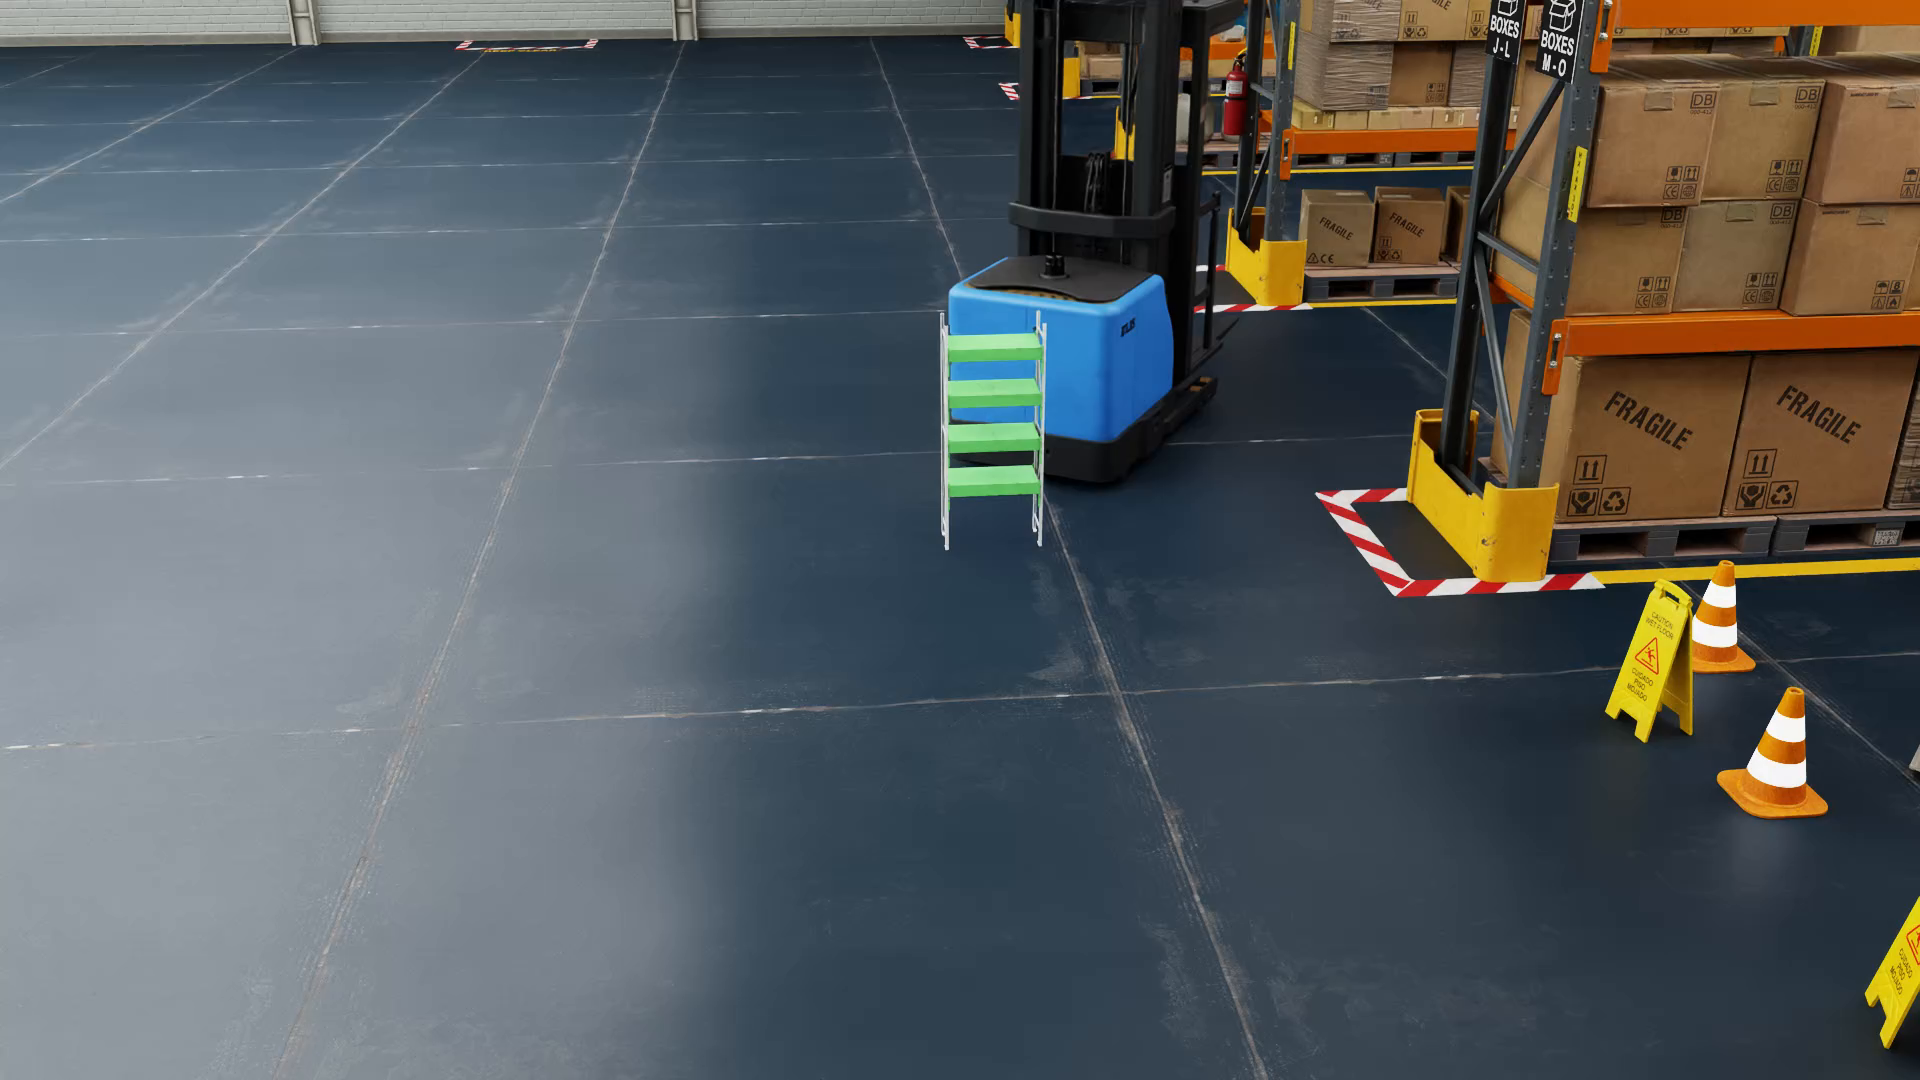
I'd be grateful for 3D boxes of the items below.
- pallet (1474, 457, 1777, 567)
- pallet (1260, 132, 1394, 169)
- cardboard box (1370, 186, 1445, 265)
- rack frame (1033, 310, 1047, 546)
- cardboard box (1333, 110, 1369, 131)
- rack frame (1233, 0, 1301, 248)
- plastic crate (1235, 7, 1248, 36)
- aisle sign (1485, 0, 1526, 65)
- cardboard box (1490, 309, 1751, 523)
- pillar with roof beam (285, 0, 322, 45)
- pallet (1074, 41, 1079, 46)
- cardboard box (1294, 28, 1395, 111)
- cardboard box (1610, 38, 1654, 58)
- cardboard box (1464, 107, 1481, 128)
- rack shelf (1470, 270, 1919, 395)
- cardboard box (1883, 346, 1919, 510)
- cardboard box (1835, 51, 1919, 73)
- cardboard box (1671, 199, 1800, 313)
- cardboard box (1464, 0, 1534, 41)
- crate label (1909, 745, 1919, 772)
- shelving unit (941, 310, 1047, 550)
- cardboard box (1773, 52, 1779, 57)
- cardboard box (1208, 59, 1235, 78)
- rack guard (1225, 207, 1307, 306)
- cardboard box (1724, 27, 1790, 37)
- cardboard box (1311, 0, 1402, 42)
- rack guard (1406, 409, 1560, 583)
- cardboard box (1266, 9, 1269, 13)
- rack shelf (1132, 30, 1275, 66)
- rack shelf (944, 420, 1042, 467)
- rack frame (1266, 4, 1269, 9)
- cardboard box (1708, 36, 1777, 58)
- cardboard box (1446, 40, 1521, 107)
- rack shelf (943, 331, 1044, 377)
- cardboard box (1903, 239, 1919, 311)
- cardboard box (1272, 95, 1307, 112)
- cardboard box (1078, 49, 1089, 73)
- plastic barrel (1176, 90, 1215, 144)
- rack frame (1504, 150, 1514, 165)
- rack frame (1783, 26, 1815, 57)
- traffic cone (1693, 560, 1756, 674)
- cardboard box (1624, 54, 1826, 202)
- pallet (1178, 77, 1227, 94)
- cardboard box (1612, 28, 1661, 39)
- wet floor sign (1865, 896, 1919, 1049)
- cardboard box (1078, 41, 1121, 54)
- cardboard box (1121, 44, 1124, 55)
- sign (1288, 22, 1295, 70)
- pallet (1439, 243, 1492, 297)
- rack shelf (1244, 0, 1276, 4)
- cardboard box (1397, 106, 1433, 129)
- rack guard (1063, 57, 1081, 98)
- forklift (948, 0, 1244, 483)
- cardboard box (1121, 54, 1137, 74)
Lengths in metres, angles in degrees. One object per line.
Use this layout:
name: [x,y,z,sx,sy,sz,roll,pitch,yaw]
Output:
pallet: [3.523,-0.187,8.911,1.213,0.211,1.003,-2,24,-5]
pallet: [3.952,-4.234,18.016,1.213,0.211,1.003,-2,24,-5]
cardboard box: [3.562,-2.512,13.270,0.500,0.500,0.500,4,24,9]
rack frame: [0.408,-0.565,8.543,0.015,1.200,0.240,-2,24,-5]
cardboard box: [2.906,-3.209,12.586,0.250,0.149,0.380,-2,24,-5]
rack frame: [2.348,-3.407,12.721,0.127,3.000,1.000,-2,24,-5]
plastic crate: [2.977,-5.505,17.626,0.408,0.251,0.499,-2,24,-5]
aisle sign: [2.635,-2.704,7.940,0.004,0.787,0.394,-2,24,-5]
cardboard box: [3.403,-0.673,8.669,0.875,0.875,0.875,-2,24,-5]
pillar with roof beam: [-10.020,-10.313,20.873,0.400,9.000,9.100,-2,24,-5]
pallet: [1.775,-8.160,26.849,1.213,0.211,1.003,-2,24,-5]
cardboard box: [2.898,-3.599,12.665,0.500,0.500,0.875,-2,24,-5]
cardboard box: [4.886,-3.689,12.866,0.500,0.500,0.875,-2,24,-5]
cardboard box: [3.898,-3.260,12.700,0.250,0.149,0.380,-2,24,-5]
rack shelf: [4.725,-1.149,8.528,4.000,0.370,1.077,-2,24,-5]
cardboard box: [5.186,-0.744,8.830,0.875,0.875,0.875,-2,24,-5]
cardboard box: [4.731,-2.059,8.176,0.500,0.550,0.875,-2,24,-5]
cardboard box: [3.645,-1.530,8.315,0.550,0.550,0.875,-2,24,-5]
cardboard box: [3.918,-3.995,12.324,0.500,0.500,0.500,-2,24,-5]
crate label: [3.952,0.877,6.609,0.298,0.136,0.250,-16,29,-32]
shelving unit: [0.165,-0.555,8.521,0.503,1.200,0.258,-2,24,-5]
cardboard box: [10.840,-6.733,22.741,0.500,0.500,0.500,-3,24,-6]
cardboard box: [3.426,-6.337,22.183,0.500,0.250,0.500,-2,24,-5]
rack guard: [2.424,-2.268,13.236,0.348,0.500,1.175,-2,24,-5]
cardboard box: [5.908,-4.076,12.506,0.500,0.500,0.500,-2,24,-5]
cardboard box: [2.922,-3.957,12.239,0.500,0.500,0.500,-2,24,-5]
rack guard: [2.711,-0.255,8.707,0.348,0.500,1.175,-2,24,-5]
cardboard box: [4.370,-6.934,22.602,0.500,0.500,0.500,-2,24,-5]
rack shelf: [3.851,-5.160,17.551,4.000,0.370,1.077,-2,24,-5]
rack shelf: [0.165,-0.496,8.547,0.480,0.148,0.258,-2,24,-5]
rack frame: [4.868,-9.573,26.594,0.127,3.000,1.000,-2,24,-5]
cardboard box: [5.875,-3.755,13.016,0.500,0.500,0.875,-2,24,-5]
cardboard box: [3.886,-3.670,12.825,0.500,0.500,0.875,-2,24,-5]
rack shelf: [0.165,-0.935,8.352,0.480,0.148,0.258,-2,24,-5]
cardboard box: [4.738,-1.540,8.337,0.500,0.550,0.875,-2,24,-5]
cardboard box: [2.611,-3.387,12.986,0.250,0.149,0.380,-2,24,-5]
cardboard box: [1.883,-6.487,22.520,0.500,0.250,0.500,-2,24,-5]
plastic barrel: [2.509,-4.521,17.774,0.421,0.512,0.421,0,24,0]
rack frame: [5.842,-5.568,17.585,0.127,3.000,1.000,-2,24,-5]
rack frame: [6.329,-3.566,13.081,0.127,3.000,1.000,-2,24,-5]
traffic cone: [3.403,0.314,7.474,0.334,0.463,0.336,-2,24,-5]
cardboard box: [3.646,-2.018,8.084,0.550,0.550,0.875,-2,24,-5]
pallet: [3.346,-6.232,22.510,1.213,0.211,1.003,-2,24,-5]
cardboard box: [4.913,-4.036,12.416,0.500,0.500,0.500,-2,24,-5]
wet floor sign: [3.028,1.250,5.144,0.232,0.644,0.267,6,25,13]
cardboard box: [1.882,-6.831,22.370,0.500,0.500,0.500,-2,24,-5]
cardboard box: [2.431,-6.641,21.944,0.500,0.500,0.500,-2,24,-5]
sign: [2.401,-3.583,12.052,0.005,0.325,0.100,-2,24,-5]
pallet: [4.447,-2.201,13.442,1.213,0.211,1.003,-2,24,-5]
rack shelf: [3.368,-7.162,22.056,4.000,0.370,1.077,-2,24,-5]
cardboard box: [3.403,-3.231,12.636,0.250,0.149,0.380,-2,24,-5]
rack guard: [1.354,-6.268,22.236,0.348,0.500,1.175,-2,24,-5]
forklift: [1.016,-2.225,10.147,1.130,2.935,3.031,11,26,23]
cardboard box: [2.431,-6.299,22.098,0.500,0.250,0.500,-2,24,-5]
